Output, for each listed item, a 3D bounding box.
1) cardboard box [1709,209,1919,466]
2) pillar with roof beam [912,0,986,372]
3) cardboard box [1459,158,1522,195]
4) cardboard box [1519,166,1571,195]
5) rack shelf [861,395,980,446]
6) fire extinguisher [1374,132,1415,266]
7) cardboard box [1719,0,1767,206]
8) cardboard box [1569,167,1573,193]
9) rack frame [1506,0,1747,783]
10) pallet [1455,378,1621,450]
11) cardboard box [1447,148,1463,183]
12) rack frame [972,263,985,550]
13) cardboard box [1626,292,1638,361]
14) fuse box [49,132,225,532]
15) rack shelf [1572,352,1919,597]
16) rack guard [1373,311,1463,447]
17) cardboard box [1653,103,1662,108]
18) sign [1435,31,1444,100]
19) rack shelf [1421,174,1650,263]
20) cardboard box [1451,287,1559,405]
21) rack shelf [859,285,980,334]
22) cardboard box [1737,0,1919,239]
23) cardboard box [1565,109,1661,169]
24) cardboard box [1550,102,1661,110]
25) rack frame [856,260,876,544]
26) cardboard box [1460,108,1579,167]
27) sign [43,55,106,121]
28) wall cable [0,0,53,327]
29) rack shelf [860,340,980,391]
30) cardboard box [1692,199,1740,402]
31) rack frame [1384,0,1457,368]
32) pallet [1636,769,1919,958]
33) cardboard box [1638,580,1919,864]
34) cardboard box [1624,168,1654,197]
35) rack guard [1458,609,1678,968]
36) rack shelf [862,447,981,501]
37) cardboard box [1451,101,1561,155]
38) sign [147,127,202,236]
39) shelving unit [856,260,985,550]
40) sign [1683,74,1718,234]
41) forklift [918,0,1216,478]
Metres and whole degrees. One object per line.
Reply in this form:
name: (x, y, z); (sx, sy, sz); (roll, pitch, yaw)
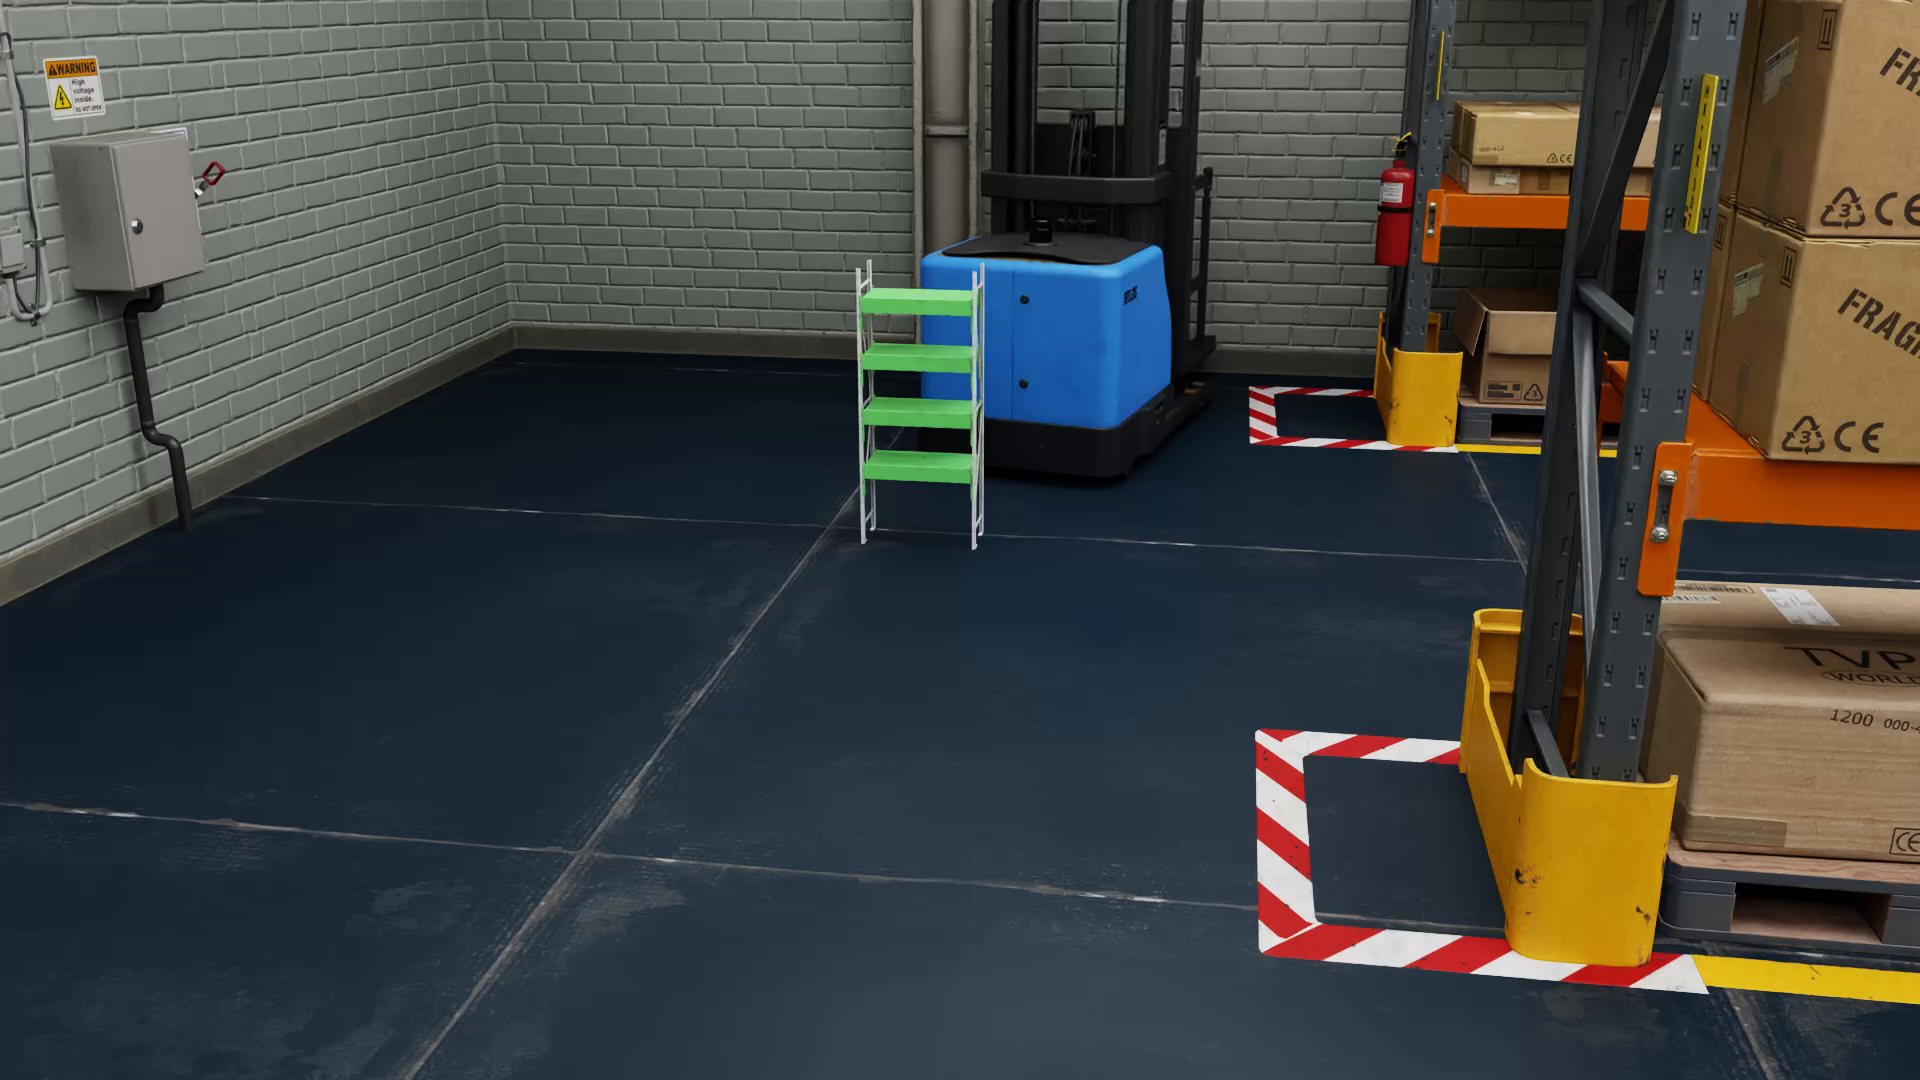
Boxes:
cardboard box: (2.099, -0.481, 3.855); (0.500, 0.500, 0.500); (3, 19, 8)
pillar with roof beam: (-0.747, -4.017, 5.127); (0.400, 9.000, 9.100); (3, 19, 9)
cardboard box: (2.736, -1.881, 8.594); (0.250, 0.149, 0.380); (3, 19, 8)
cardboard box: (2.994, -1.883, 8.599); (0.250, 0.149, 0.380); (3, 19, 10)
rack shelf: (-0.163, -0.517, 7.158); (0.480, 0.148, 0.258); (3, 19, 9)
fire extinguisher: (2.236, -1.752, 8.521); (0.183, 0.674, 0.296); (3, 19, 9)
cardboard box: (2.185, -1.119, 4.188); (0.500, 0.500, 0.500); (4, 19, 10)
cardboard box: (3.259, -1.881, 8.592); (0.250, 0.149, 0.380); (3, 19, 8)
rack frame: (1.671, -0.548, 4.212); (0.127, 3.000, 1.000); (3, 19, 9)
pallet: (3.317, -0.737, 9.172); (1.213, 0.211, 1.003); (3, 19, 9)
cardboard box: (2.824, -2.051, 9.102); (0.250, 0.149, 0.380); (3, 19, 8)
rack frame: (0.077, -0.565, 7.101); (0.015, 1.200, 0.240); (3, 19, 9)
cardboard box: (3.881, -1.001, 8.845); (0.500, 0.500, 0.700); (4, 19, 11)
fuse box: (-3.423, -0.864, 7.188); (0.414, 1.711, 0.539); (3, 19, 9)
rack shelf: (3.646, -0.106, 4.026); (4.000, 0.370, 1.077); (3, 19, 9)
rack guard: (2.530, -0.914, 9.246); (0.348, 0.500, 1.175); (3, 19, 9)
cardboard box: (3.948, -2.180, 8.859); (0.500, 0.250, 0.500); (4, 19, 10)
sign: (2.369, -2.343, 8.215); (0.005, 0.325, 0.100); (3, 19, 9)
rack shelf: (4.429, -1.661, 8.674); (4.000, 0.370, 1.077); (3, 19, 9)
cardboard box: (3.044, -1.058, 9.009); (0.637, 0.503, 0.797); (2, 19, 6)
rack shelf: (-0.163, -0.972, 7.006); (0.480, 0.148, 0.258); (3, 19, 9)
cardboard box: (2.100, -0.956, 3.699); (0.500, 0.500, 0.500); (3, 19, 7)
cardboard box: (3.358, -2.040, 8.441); (0.500, 0.250, 0.500); (3, 19, 9)
cardboard box: (3.460, -2.206, 8.938); (0.500, 0.250, 0.500); (3, 19, 9)
rack frame: (-0.404, -0.590, 7.174); (0.015, 1.200, 0.240); (3, 19, 9)
cardboard box: (2.860, -2.066, 8.517); (0.500, 0.250, 0.500); (3, 19, 9)
sign: (-3.636, -1.860, 6.832); (0.001, 0.242, 0.339); (3, 19, 9)
wall cable: (-3.687, -1.751, 6.207); (0.122, 1.984, 0.588); (3, 19, 9)
rack shelf: (-0.163, -0.744, 7.082); (0.480, 0.148, 0.258); (3, 19, 9)
cardboard box: (2.189, -0.654, 4.372); (0.500, 0.500, 0.500); (3, 19, 9)
rack frame: (2.455, -2.103, 8.860); (0.127, 3.000, 1.000); (3, 19, 9)
pallet: (2.473, 0.791, 4.608); (1.213, 0.211, 1.003); (3, 19, 9)
cardboard box: (2.339, 0.470, 4.547); (0.875, 0.438, 0.875); (2, 19, 7)
cardboard box: (3.499, -1.849, 8.497); (0.250, 0.149, 0.380); (4, 19, 10)
rack guard: (1.647, 0.637, 4.613); (0.348, 0.500, 1.175); (3, 19, 9)
rack shelf: (-0.163, -0.289, 7.234); (0.480, 0.148, 0.258); (3, 19, 9)
cardboard box: (2.951, -2.233, 9.016); (0.500, 0.250, 0.500); (3, 19, 10)
sign: (-3.549, -1.595, 7.492); (0.001, 0.494, 0.329); (3, 19, 9)
shelving unit: (-0.163, -0.577, 7.138); (0.503, 1.200, 0.258); (3, 19, 9)
sign: (1.577, -0.822, 3.544); (0.005, 0.325, 0.100); (3, 19, 9)
forklift: (0.804, -2.118, 9.013); (1.130, 2.935, 3.031); (7, 20, 20)
